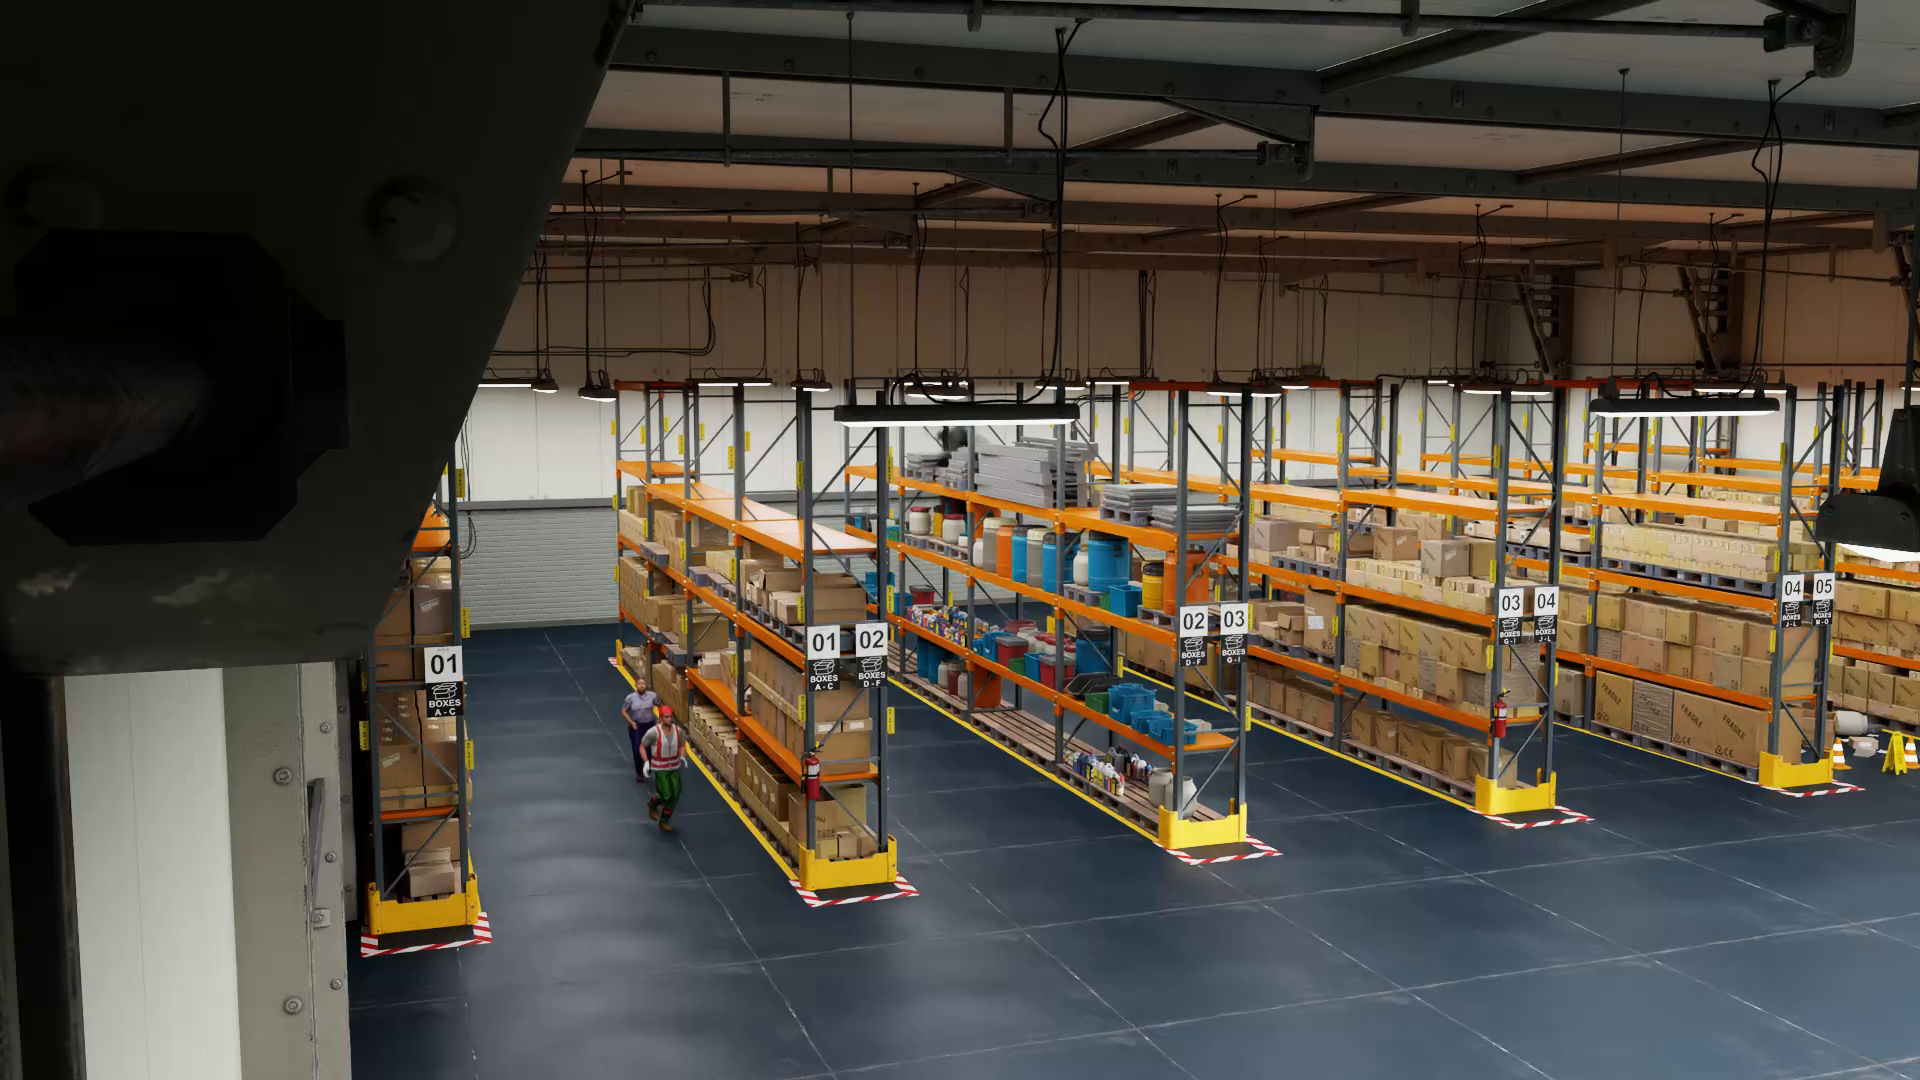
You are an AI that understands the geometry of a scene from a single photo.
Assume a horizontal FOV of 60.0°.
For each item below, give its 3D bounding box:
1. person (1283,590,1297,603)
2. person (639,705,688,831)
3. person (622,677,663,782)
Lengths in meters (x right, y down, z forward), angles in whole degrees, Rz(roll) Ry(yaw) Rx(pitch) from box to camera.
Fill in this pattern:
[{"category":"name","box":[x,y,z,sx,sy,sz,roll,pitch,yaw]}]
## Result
[{"category":"person","box":[8.184,1.158,41.195,0.676,1.633,0.583,5,8,38]},{"category":"person","box":[-3.986,3.092,22.525,0.659,1.731,0.635,-4,7,-35]},{"category":"person","box":[-4.812,2.871,25.279,0.640,1.606,0.548,-2,6,-17]}]
